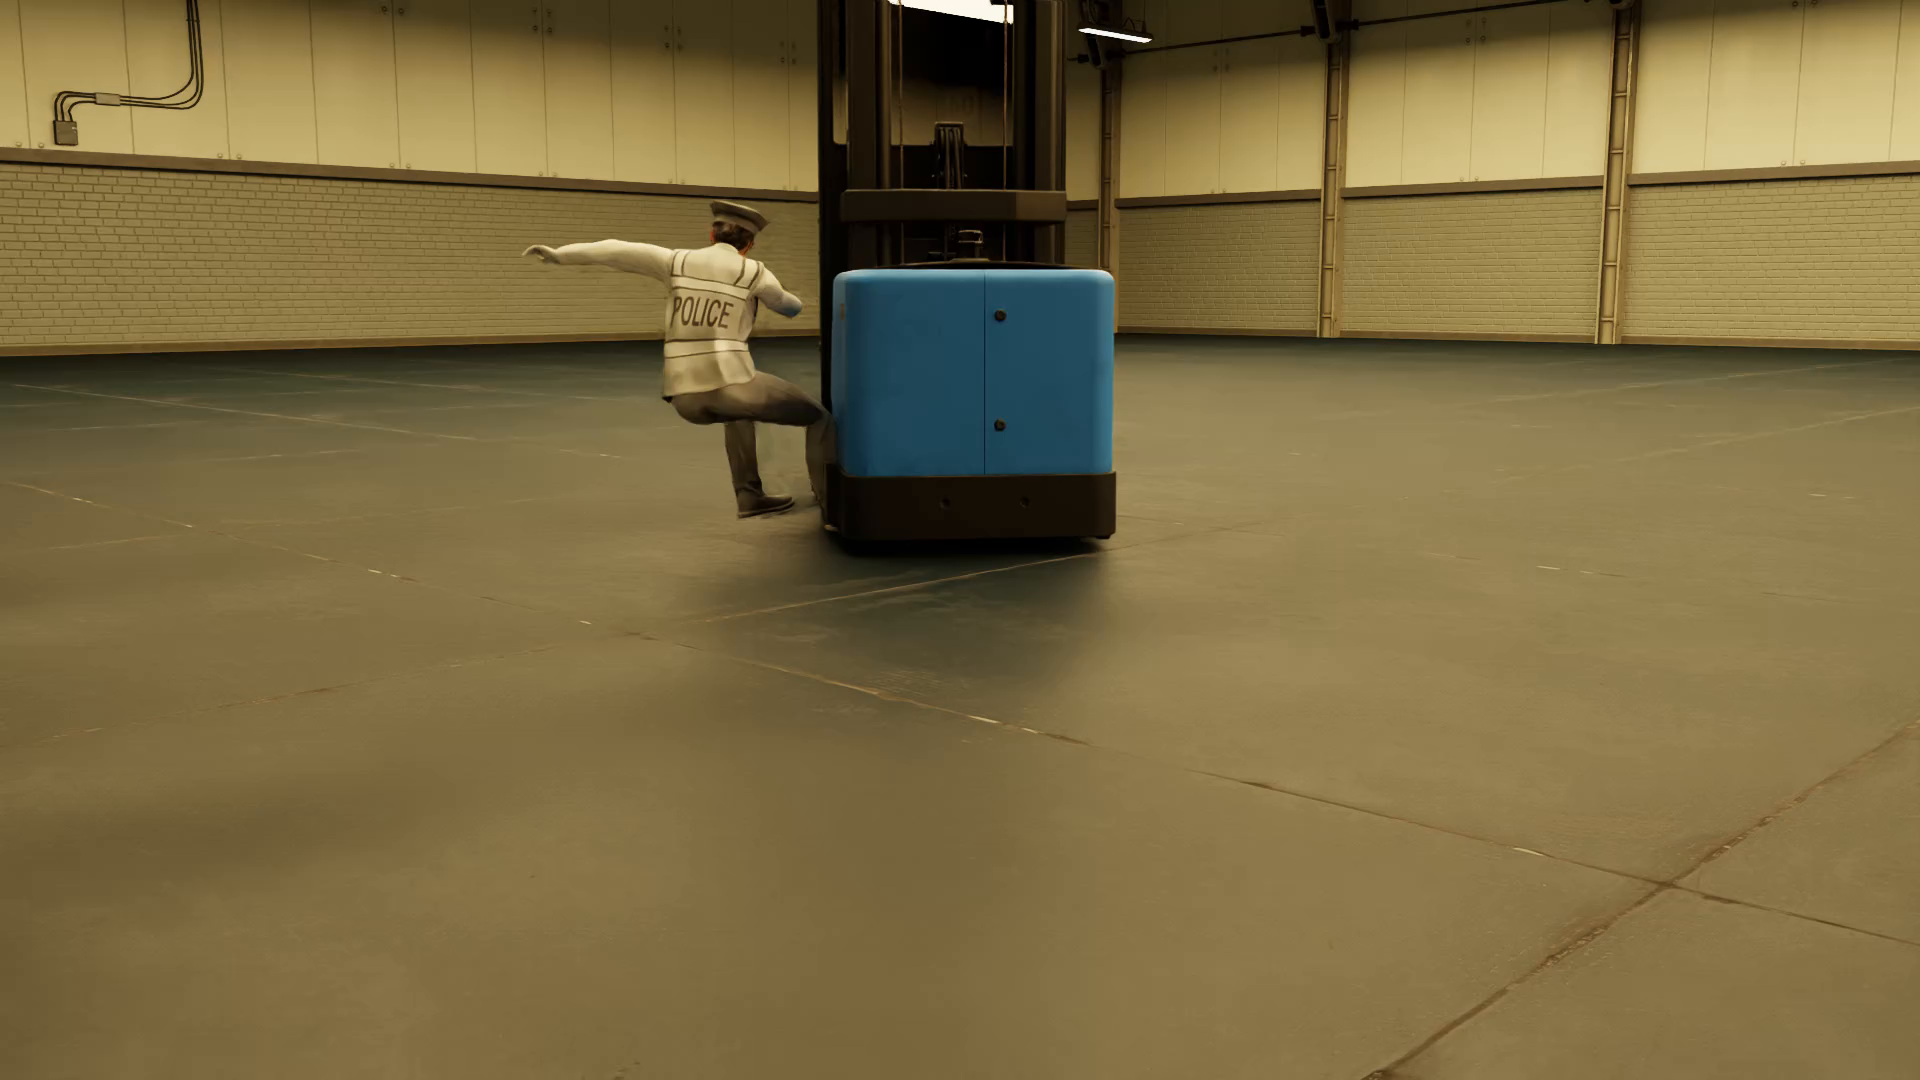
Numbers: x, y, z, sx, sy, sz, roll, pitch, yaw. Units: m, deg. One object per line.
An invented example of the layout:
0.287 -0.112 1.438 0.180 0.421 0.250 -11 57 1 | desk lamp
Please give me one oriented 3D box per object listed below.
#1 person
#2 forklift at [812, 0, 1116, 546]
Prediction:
-1.039 -0.674 6.733 1.394 1.369 0.690 2 9 13 | person
-0.112 -1.606 7.542 1.130 2.935 3.031 -1 9 -8 | forklift
